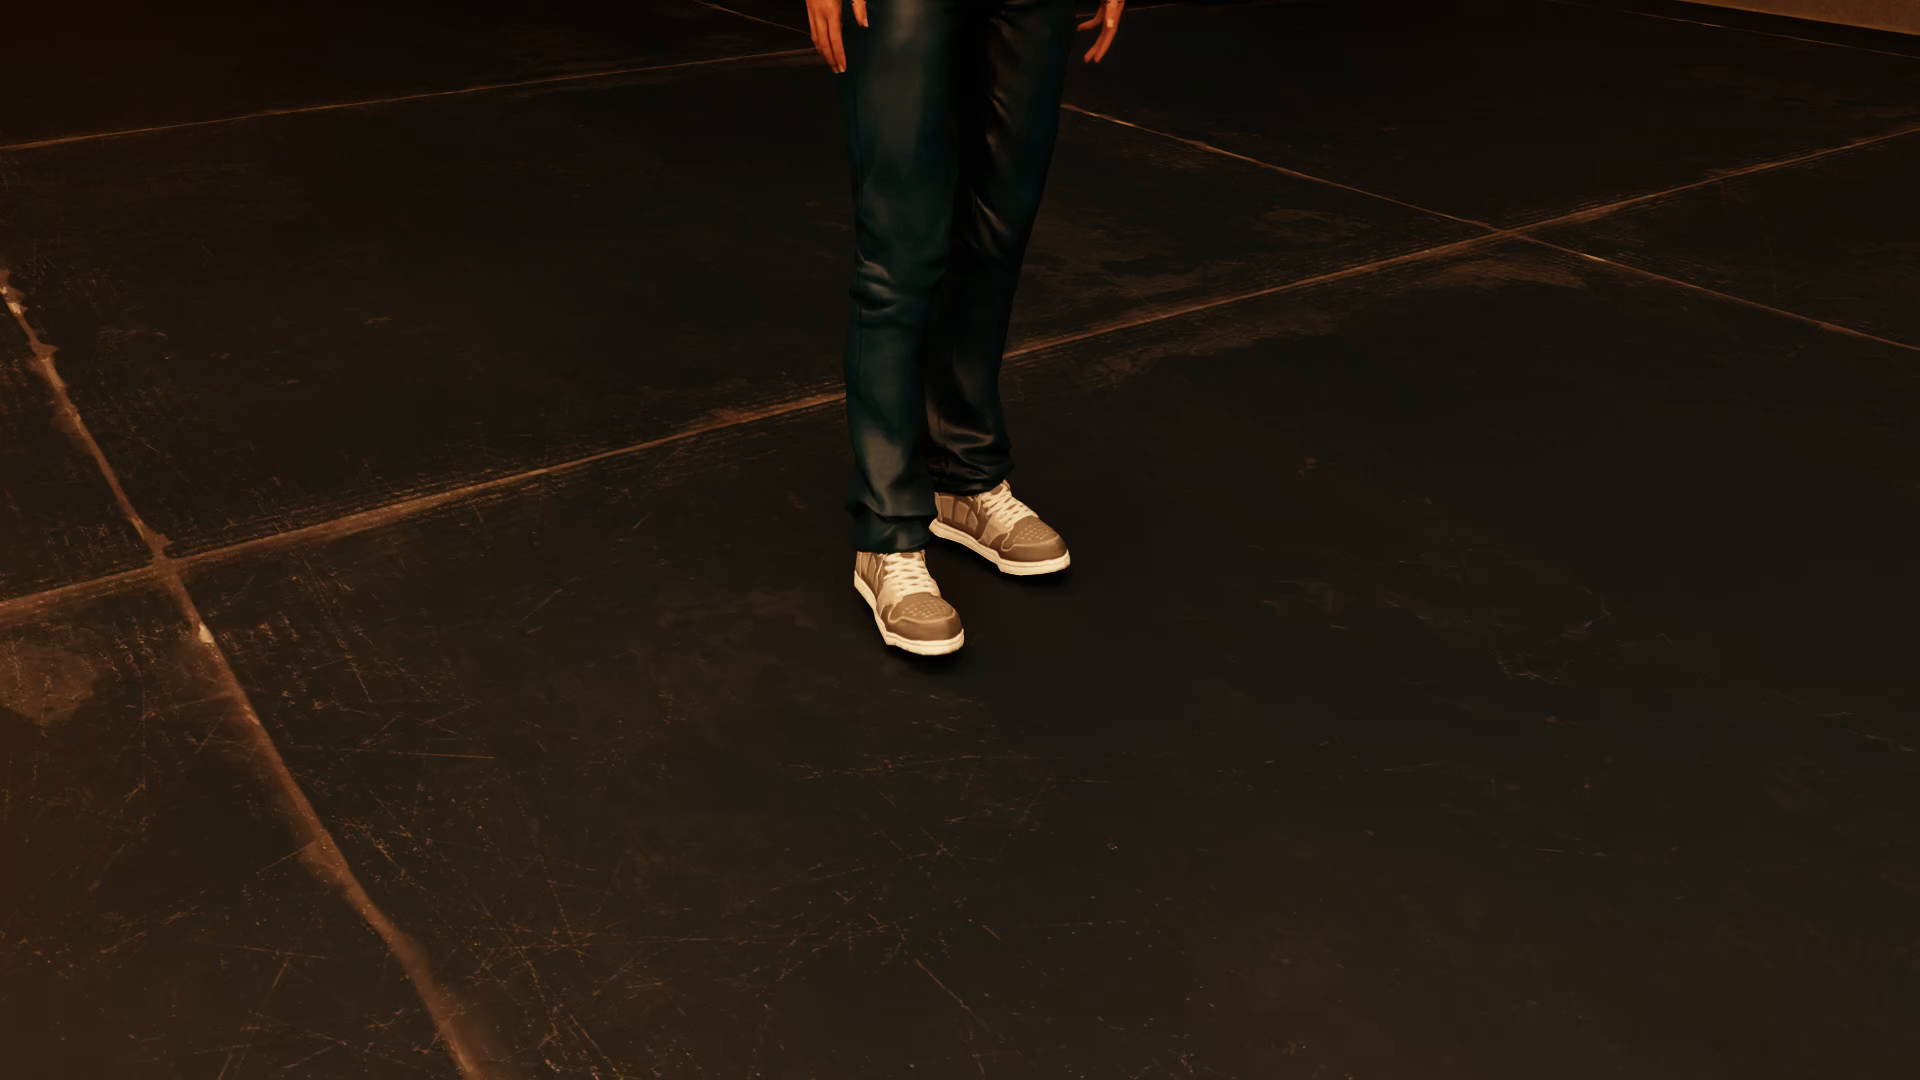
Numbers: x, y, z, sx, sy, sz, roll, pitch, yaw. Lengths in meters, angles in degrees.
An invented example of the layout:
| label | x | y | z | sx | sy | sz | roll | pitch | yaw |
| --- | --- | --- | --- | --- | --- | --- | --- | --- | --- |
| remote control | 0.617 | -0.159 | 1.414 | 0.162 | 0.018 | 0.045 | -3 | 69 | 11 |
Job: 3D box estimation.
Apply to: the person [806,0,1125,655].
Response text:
| label | x | y | z | sx | sy | sz | roll | pitch | yaw |
| --- | --- | --- | --- | --- | --- | --- | --- | --- | --- |
| person | 0.031 | -0.690 | 2.076 | 0.520 | 1.599 | 0.473 | -17 | 31 | -31 |
